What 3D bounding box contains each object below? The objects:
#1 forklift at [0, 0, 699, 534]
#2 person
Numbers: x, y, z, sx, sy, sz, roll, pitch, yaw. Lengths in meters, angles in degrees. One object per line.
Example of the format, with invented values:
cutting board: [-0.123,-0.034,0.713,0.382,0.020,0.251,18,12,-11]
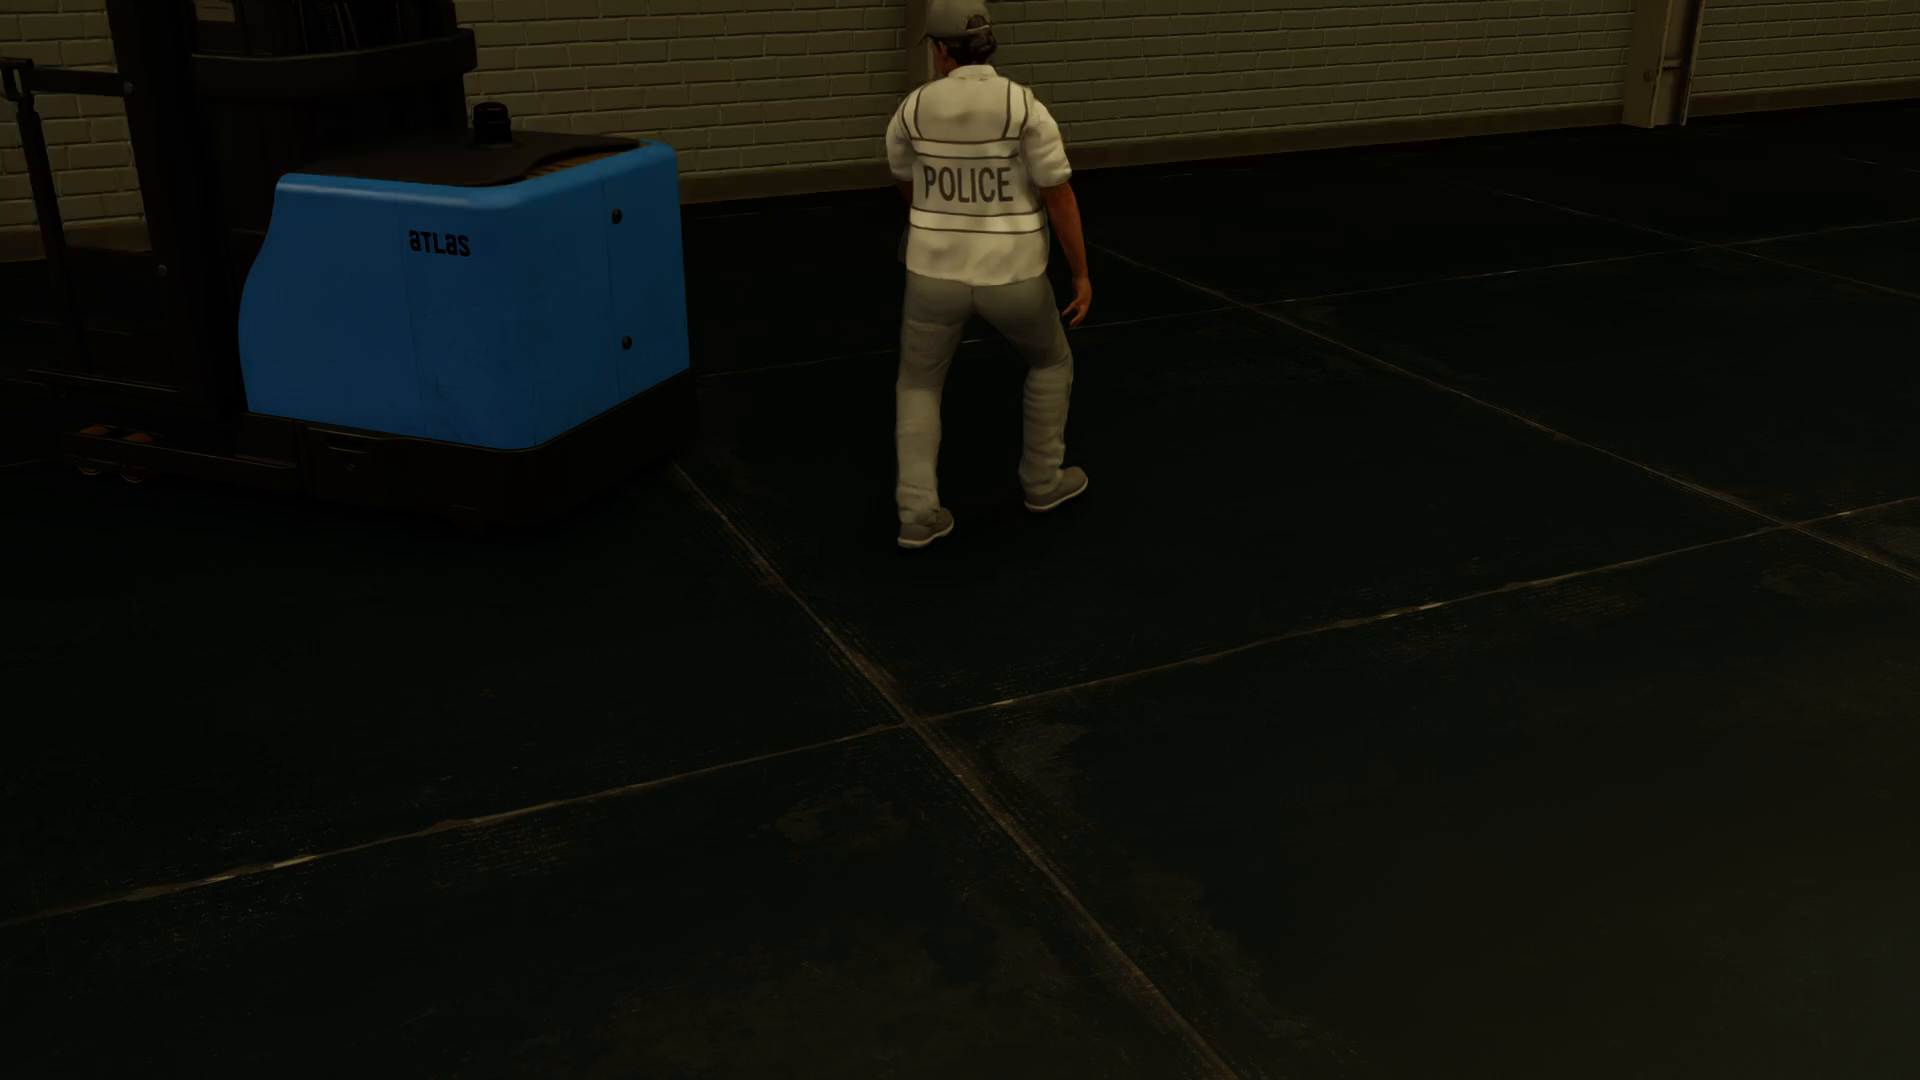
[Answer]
forklift: [-2.484,-1.720,5.426,3.031,2.935,1.130,9,24,20]
person: [0.092,-0.816,4.995,0.619,1.599,0.695,2,23,5]
